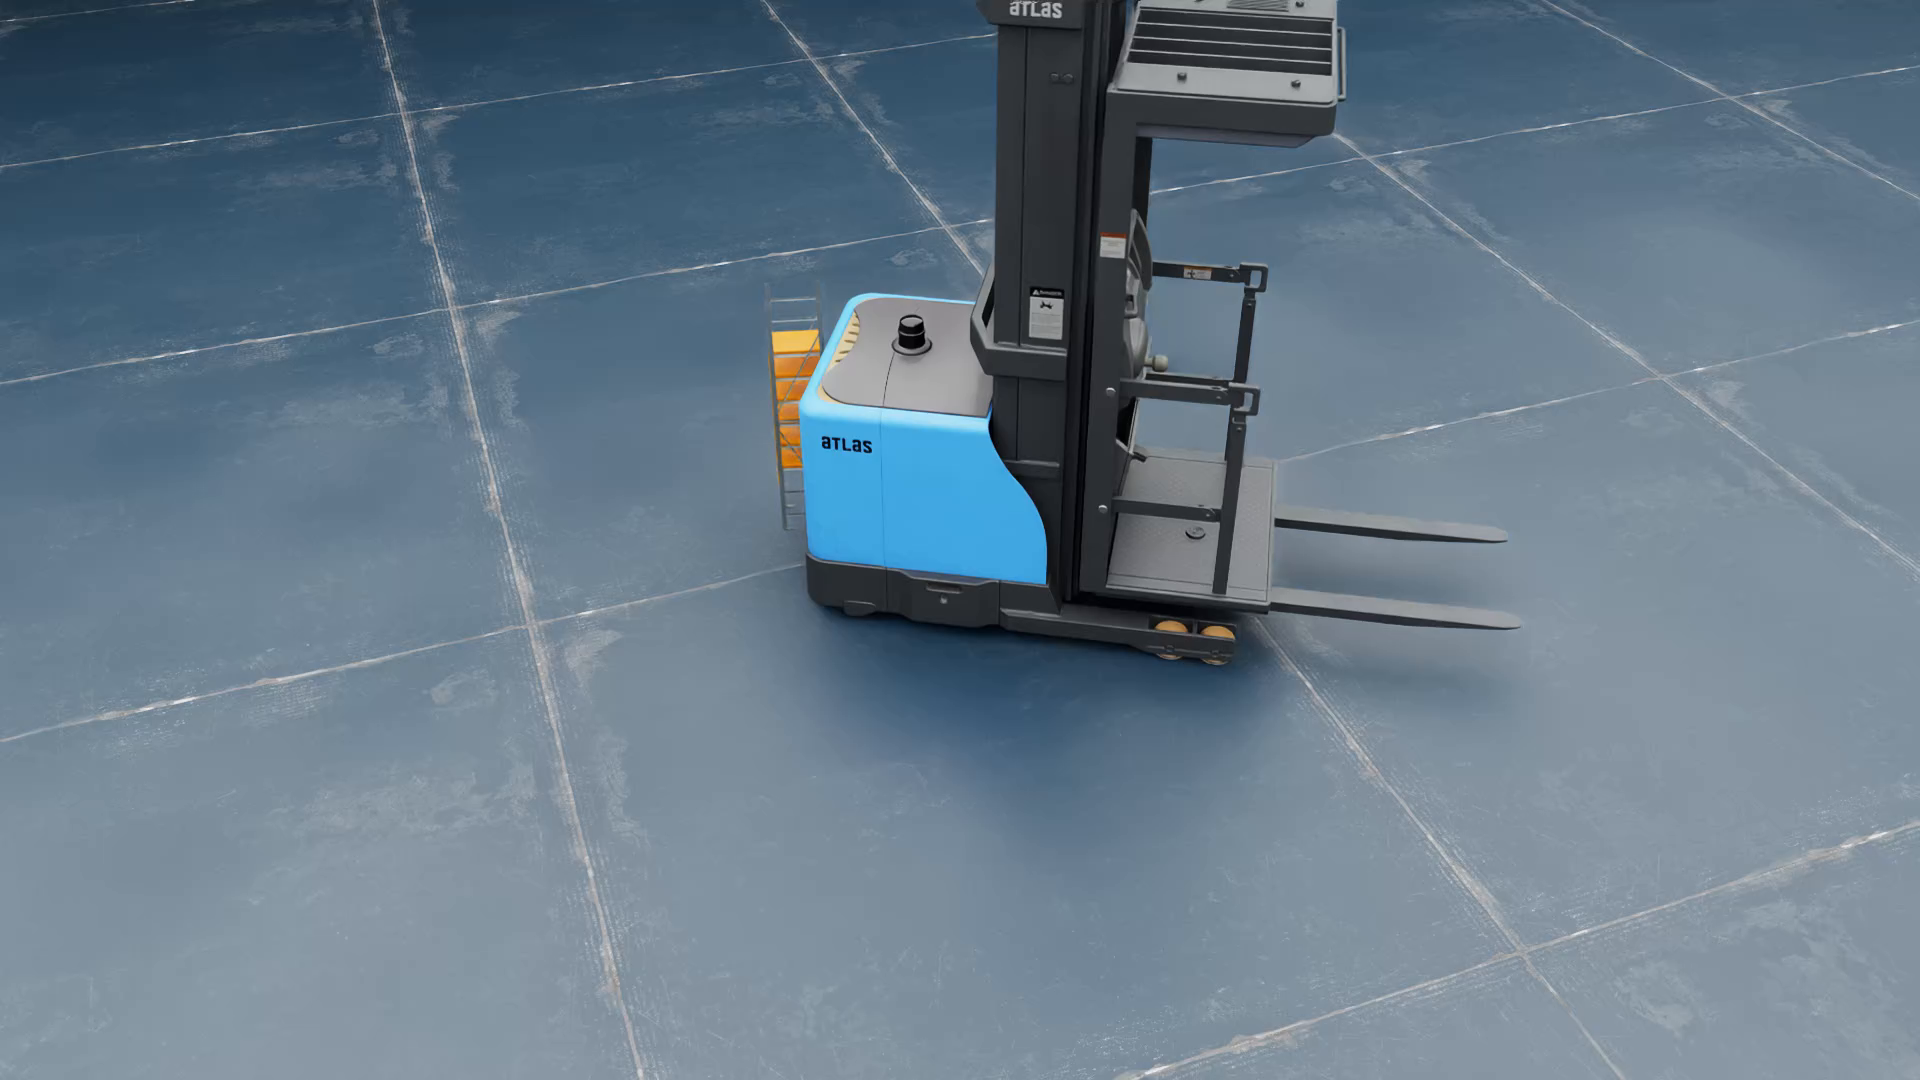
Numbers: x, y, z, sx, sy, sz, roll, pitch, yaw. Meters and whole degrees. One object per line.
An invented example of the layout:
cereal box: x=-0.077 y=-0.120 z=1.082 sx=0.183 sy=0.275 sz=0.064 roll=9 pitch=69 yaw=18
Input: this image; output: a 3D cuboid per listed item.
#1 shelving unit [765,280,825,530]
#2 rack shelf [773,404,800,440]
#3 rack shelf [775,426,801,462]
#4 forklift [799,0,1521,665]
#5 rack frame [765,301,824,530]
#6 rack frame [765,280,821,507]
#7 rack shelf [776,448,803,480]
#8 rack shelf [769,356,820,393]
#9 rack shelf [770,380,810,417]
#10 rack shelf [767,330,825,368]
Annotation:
shelving unit: x=-0.721 y=-0.590 z=7.536 sx=0.258 sy=1.200 sz=0.189 roll=-4 pitch=37 yaw=-5
rack shelf: x=-0.721 y=-0.555 z=7.563 sx=0.258 sy=0.103 sz=0.180 roll=-4 pitch=37 yaw=-5
rack shelf: x=-0.721 y=-0.459 z=7.635 sx=0.258 sy=0.103 sz=0.180 roll=-4 pitch=37 yaw=-5
forklift: x=0.896 y=-0.989 z=6.627 sx=3.031 sy=2.935 sz=1.130 roll=6 pitch=37 yaw=8
rack frame: x=-0.712 y=-0.535 z=7.463 sx=0.240 sy=1.200 sz=0.006 roll=-4 pitch=37 yaw=-5
rack frame: x=-0.731 y=-0.645 z=7.609 sx=0.240 sy=1.200 sz=0.006 roll=-4 pitch=37 yaw=-5
rack shelf: x=-0.721 y=-0.363 z=7.707 sx=0.258 sy=0.103 sz=0.180 roll=-4 pitch=37 yaw=-5
rack shelf: x=-0.721 y=-0.746 z=7.418 sx=0.258 sy=0.103 sz=0.180 roll=-4 pitch=37 yaw=-5
rack shelf: x=-0.721 y=-0.650 z=7.491 sx=0.258 sy=0.103 sz=0.180 roll=-4 pitch=37 yaw=-5
rack shelf: x=-0.721 y=-0.842 z=7.346 sx=0.258 sy=0.103 sz=0.180 roll=-4 pitch=37 yaw=-5
